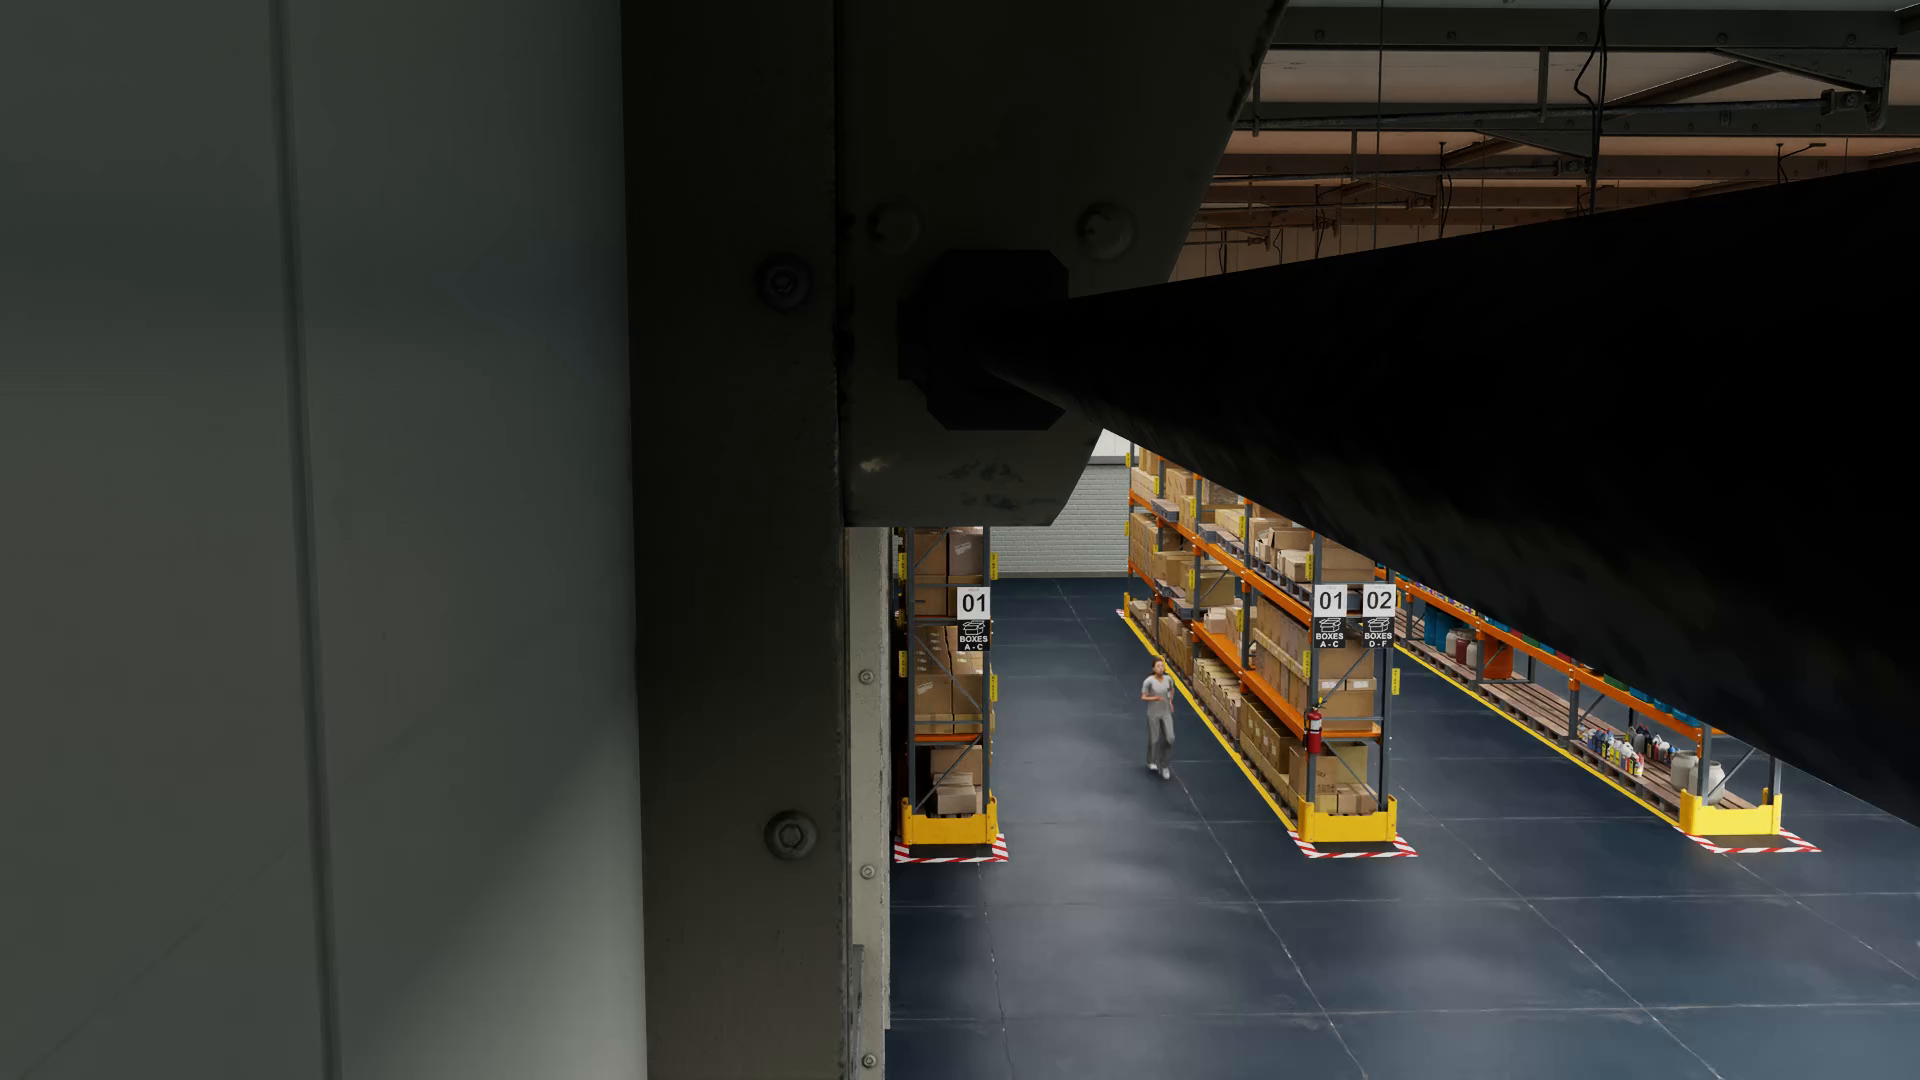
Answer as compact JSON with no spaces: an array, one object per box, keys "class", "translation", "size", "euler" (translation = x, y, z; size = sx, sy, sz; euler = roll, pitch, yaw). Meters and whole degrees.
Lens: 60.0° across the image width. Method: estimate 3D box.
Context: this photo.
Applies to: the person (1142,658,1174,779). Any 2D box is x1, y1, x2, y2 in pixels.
[{"class":"person","translation":[2.817,2.505,23.484],"size":[0.544,1.705,0.691],"euler":[-1,7,-10]}]
